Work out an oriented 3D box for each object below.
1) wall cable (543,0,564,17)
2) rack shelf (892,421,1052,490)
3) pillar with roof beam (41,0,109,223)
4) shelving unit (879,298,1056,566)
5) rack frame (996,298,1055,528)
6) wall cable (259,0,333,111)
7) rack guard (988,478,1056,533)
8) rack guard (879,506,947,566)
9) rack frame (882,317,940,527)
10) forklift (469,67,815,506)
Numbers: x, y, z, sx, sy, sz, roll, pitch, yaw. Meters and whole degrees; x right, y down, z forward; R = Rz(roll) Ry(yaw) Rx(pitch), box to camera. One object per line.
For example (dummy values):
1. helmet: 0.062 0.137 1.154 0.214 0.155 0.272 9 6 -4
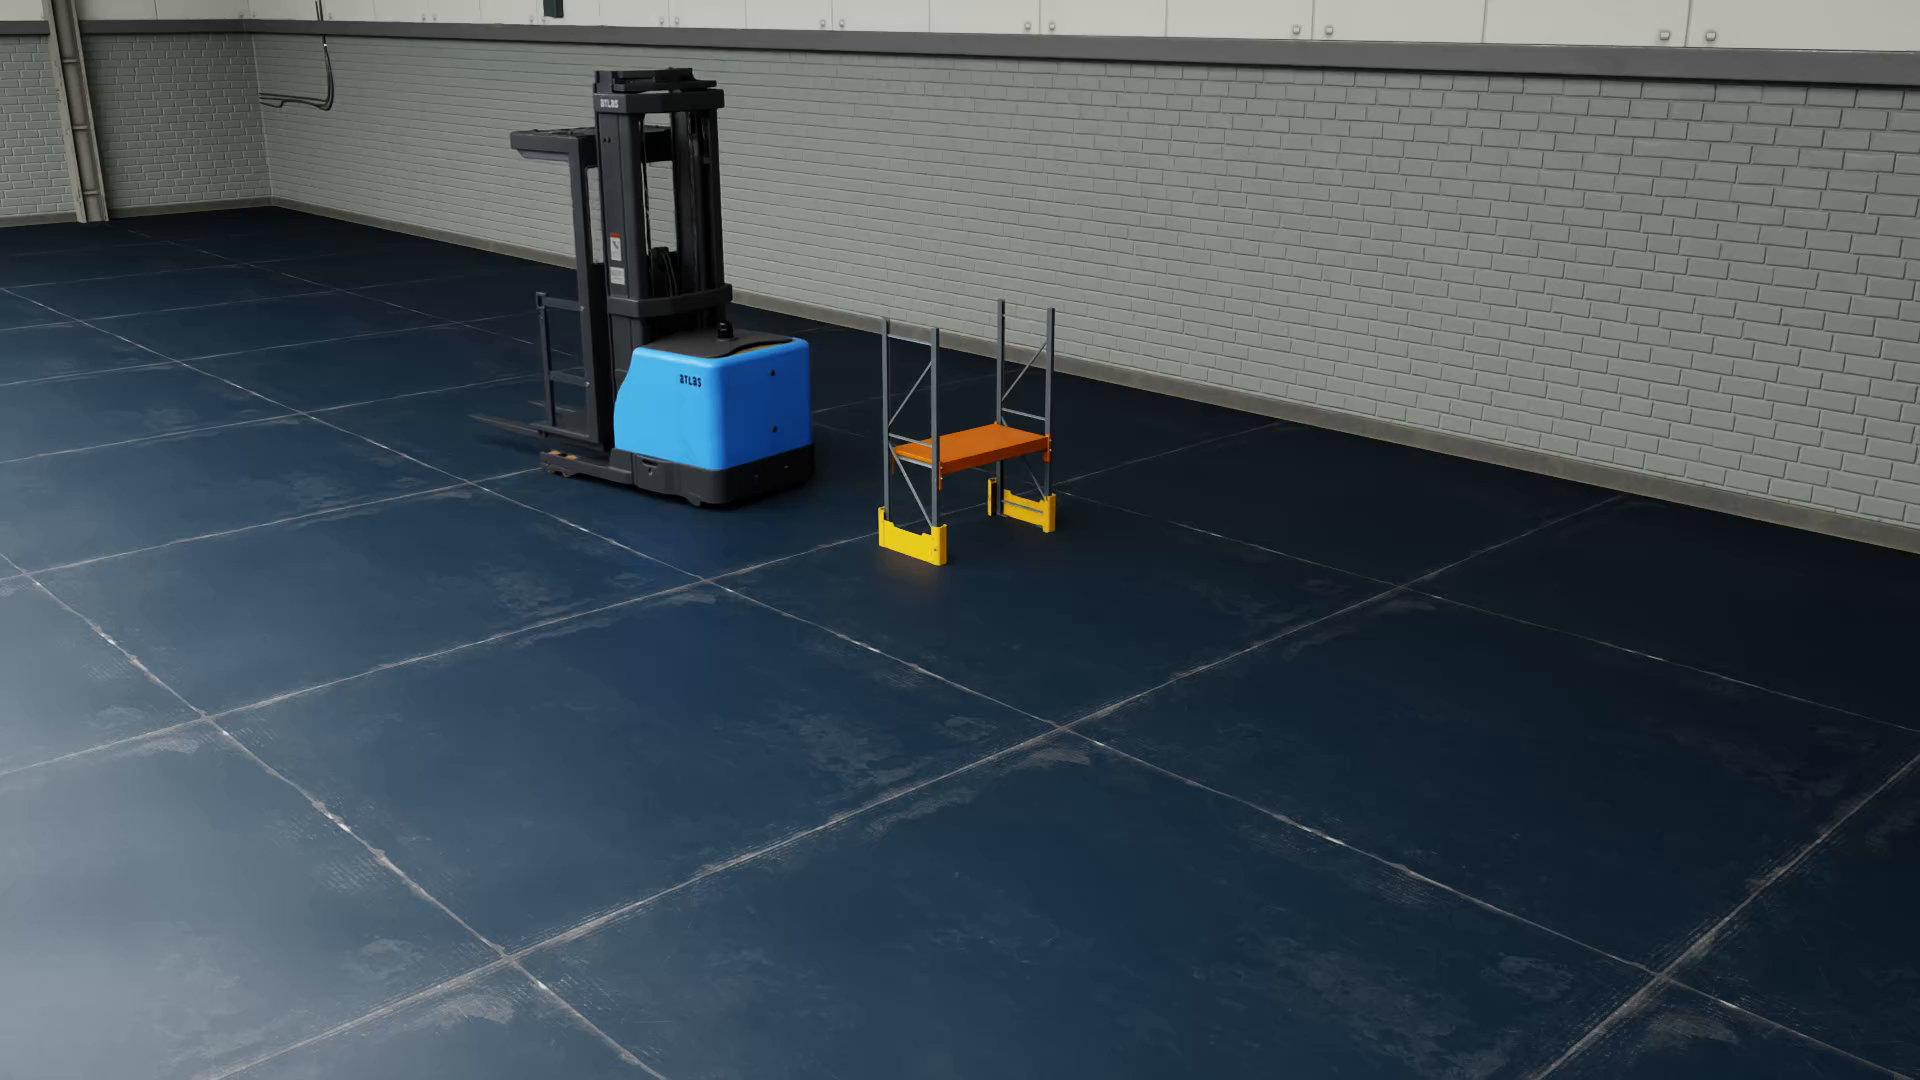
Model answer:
1. wall cable: -4.471 -9.261 19.443 0.169 6.003 2.305 -16 24 -41
2. rack shelf: 0.062 -0.560 10.865 1.000 0.185 0.538 -16 24 -41
3. pillar with roof beam: -11.074 -8.481 22.552 0.400 9.000 9.100 -16 24 -41
4. shelving unit: 0.055 -0.730 10.803 1.083 1.500 0.587 -16 24 -41
5. rack frame: 0.431 -0.839 11.141 0.032 1.500 0.500 -16 24 -41
6. wall cable: -10.982 -8.297 27.018 0.112 2.526 3.097 -16 24 -41
7. rack guard: 0.417 -0.241 11.321 0.087 0.250 0.587 -16 24 -41
8. rack guard: -0.306 -0.030 10.670 0.087 0.250 0.587 -16 24 -41
9. rack frame: -0.307 -0.624 10.477 0.032 1.500 0.500 -16 24 -41
10. forklift: -2.541 -1.976 12.326 3.031 2.935 1.130 13 22 36
